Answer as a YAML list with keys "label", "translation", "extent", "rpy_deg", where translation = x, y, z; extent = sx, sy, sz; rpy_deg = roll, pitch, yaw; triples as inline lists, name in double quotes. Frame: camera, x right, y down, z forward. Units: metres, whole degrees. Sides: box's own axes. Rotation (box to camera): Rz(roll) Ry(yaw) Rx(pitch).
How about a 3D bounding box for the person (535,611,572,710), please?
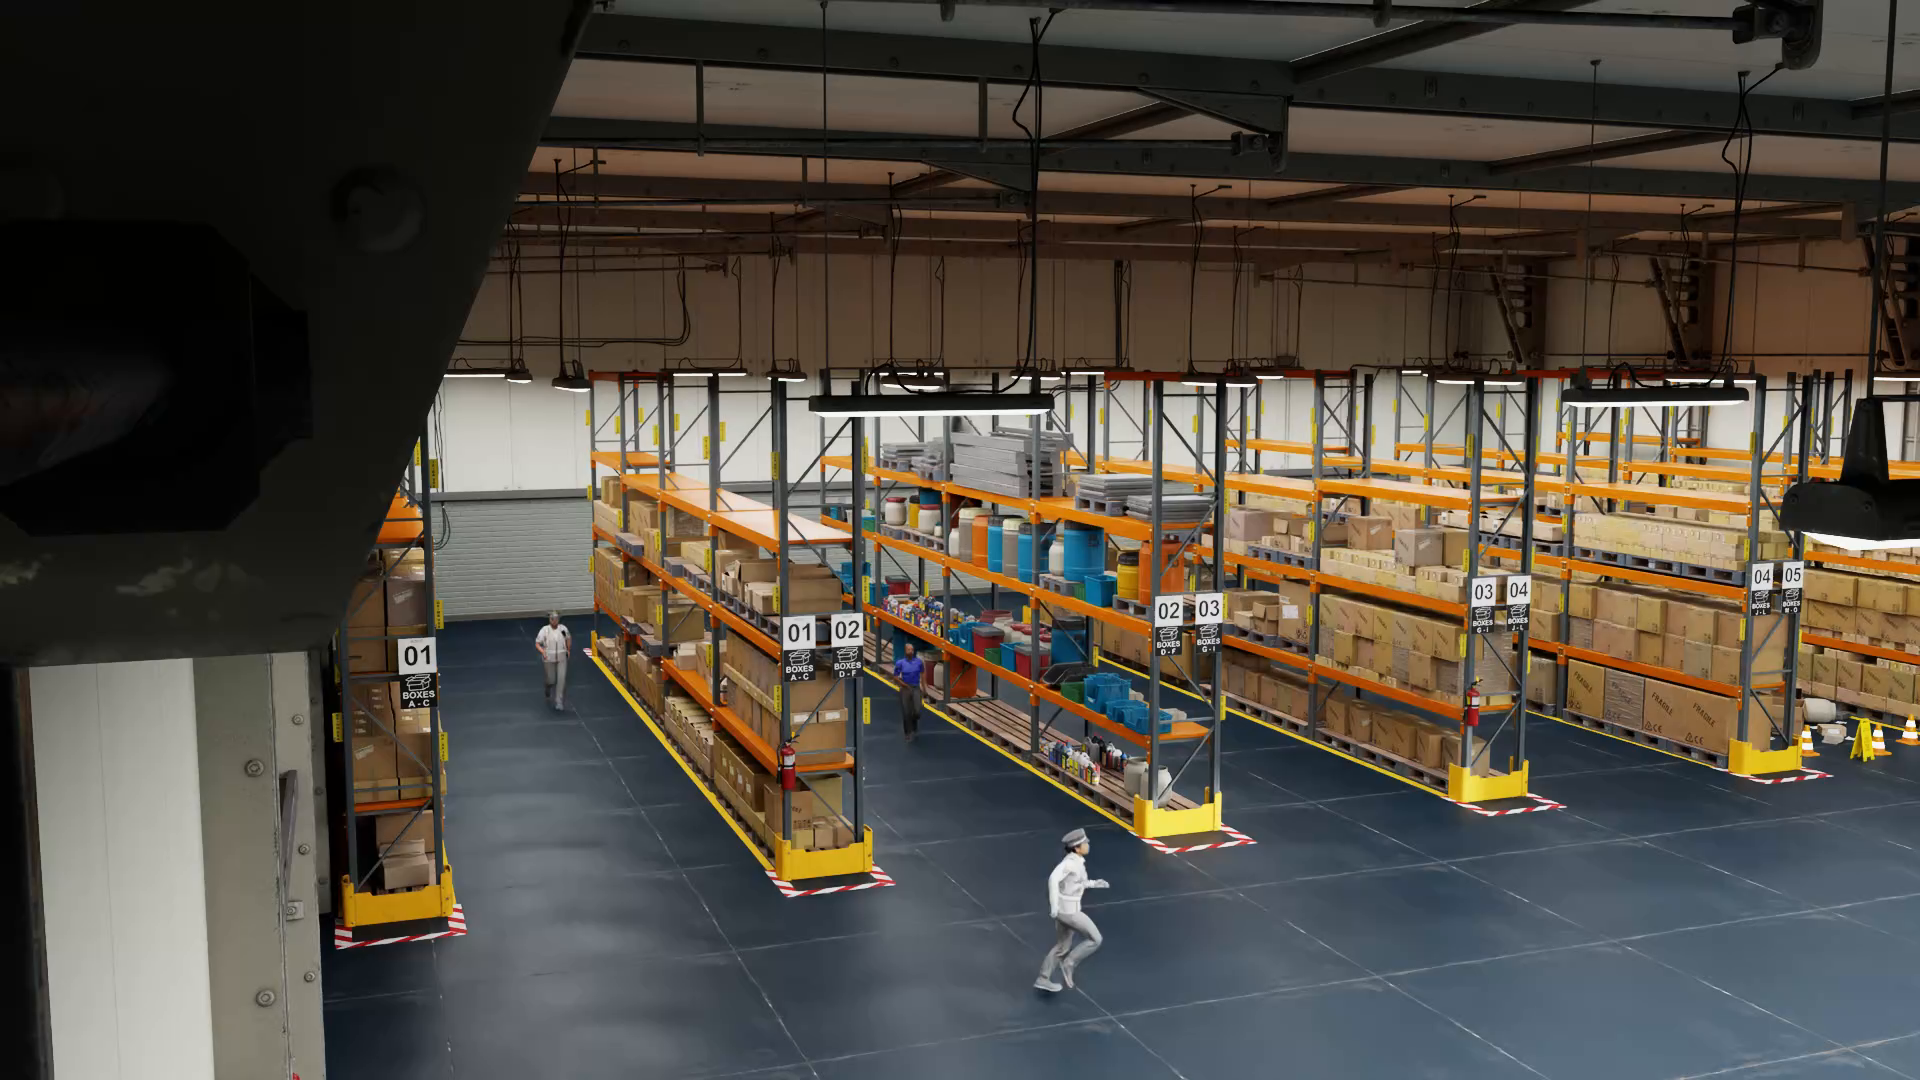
- label: "person"
  translation: [-7.293, 2.133, 29.932]
  extent: [0.668, 1.767, 0.821]
  rpy_deg: [-3, 7, -23]

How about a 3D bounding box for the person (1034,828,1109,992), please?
- label: "person"
  translation: [1.110, 3.663, 16.437]
  extent: [0.731, 1.642, 0.645]
  rpy_deg: [0, 6, 2]

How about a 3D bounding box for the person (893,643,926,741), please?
- label: "person"
  translation: [-0.802, 2.498, 27.245]
  extent: [0.569, 1.616, 0.554]
  rpy_deg: [-1, 7, -13]
